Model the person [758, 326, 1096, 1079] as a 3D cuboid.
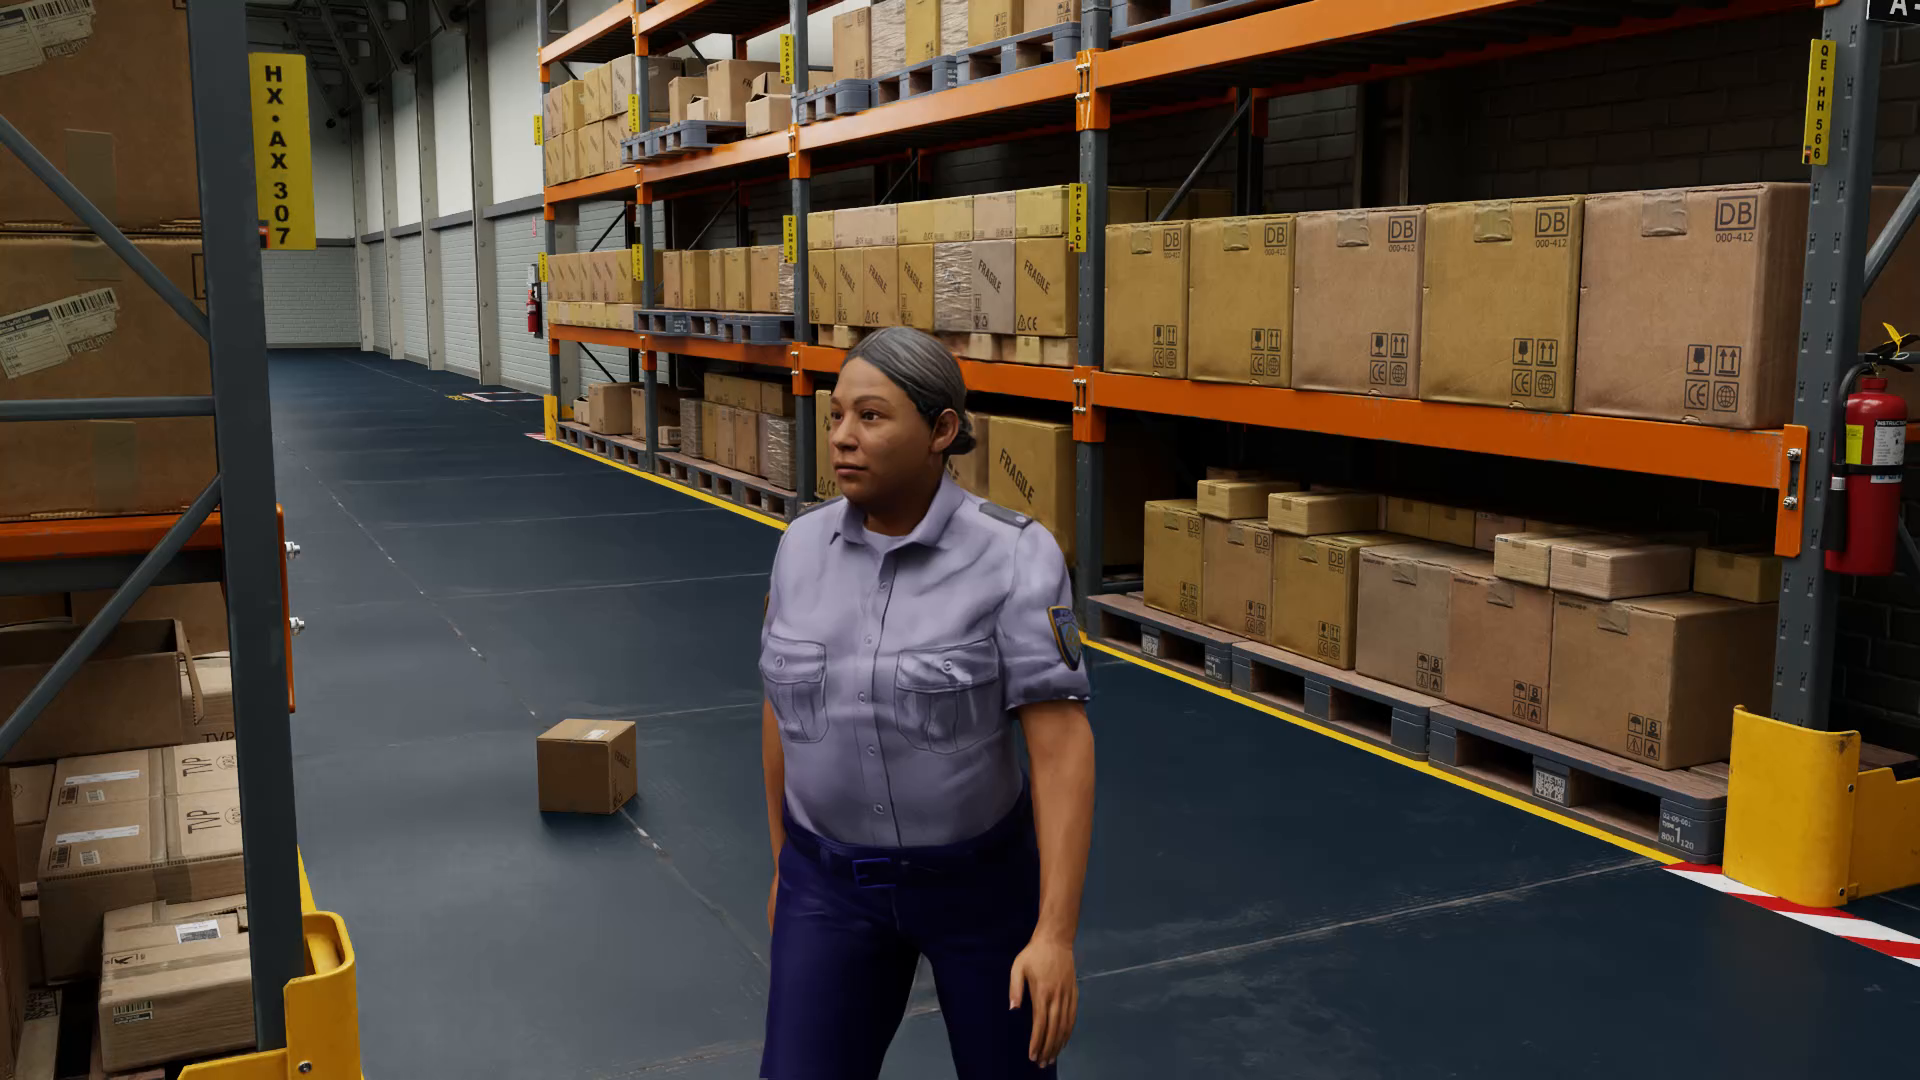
[{"bbox_3d":[-0.062,0.545,2.326,0.537,1.673,0.678,2,9,13],"label":"person"}]
